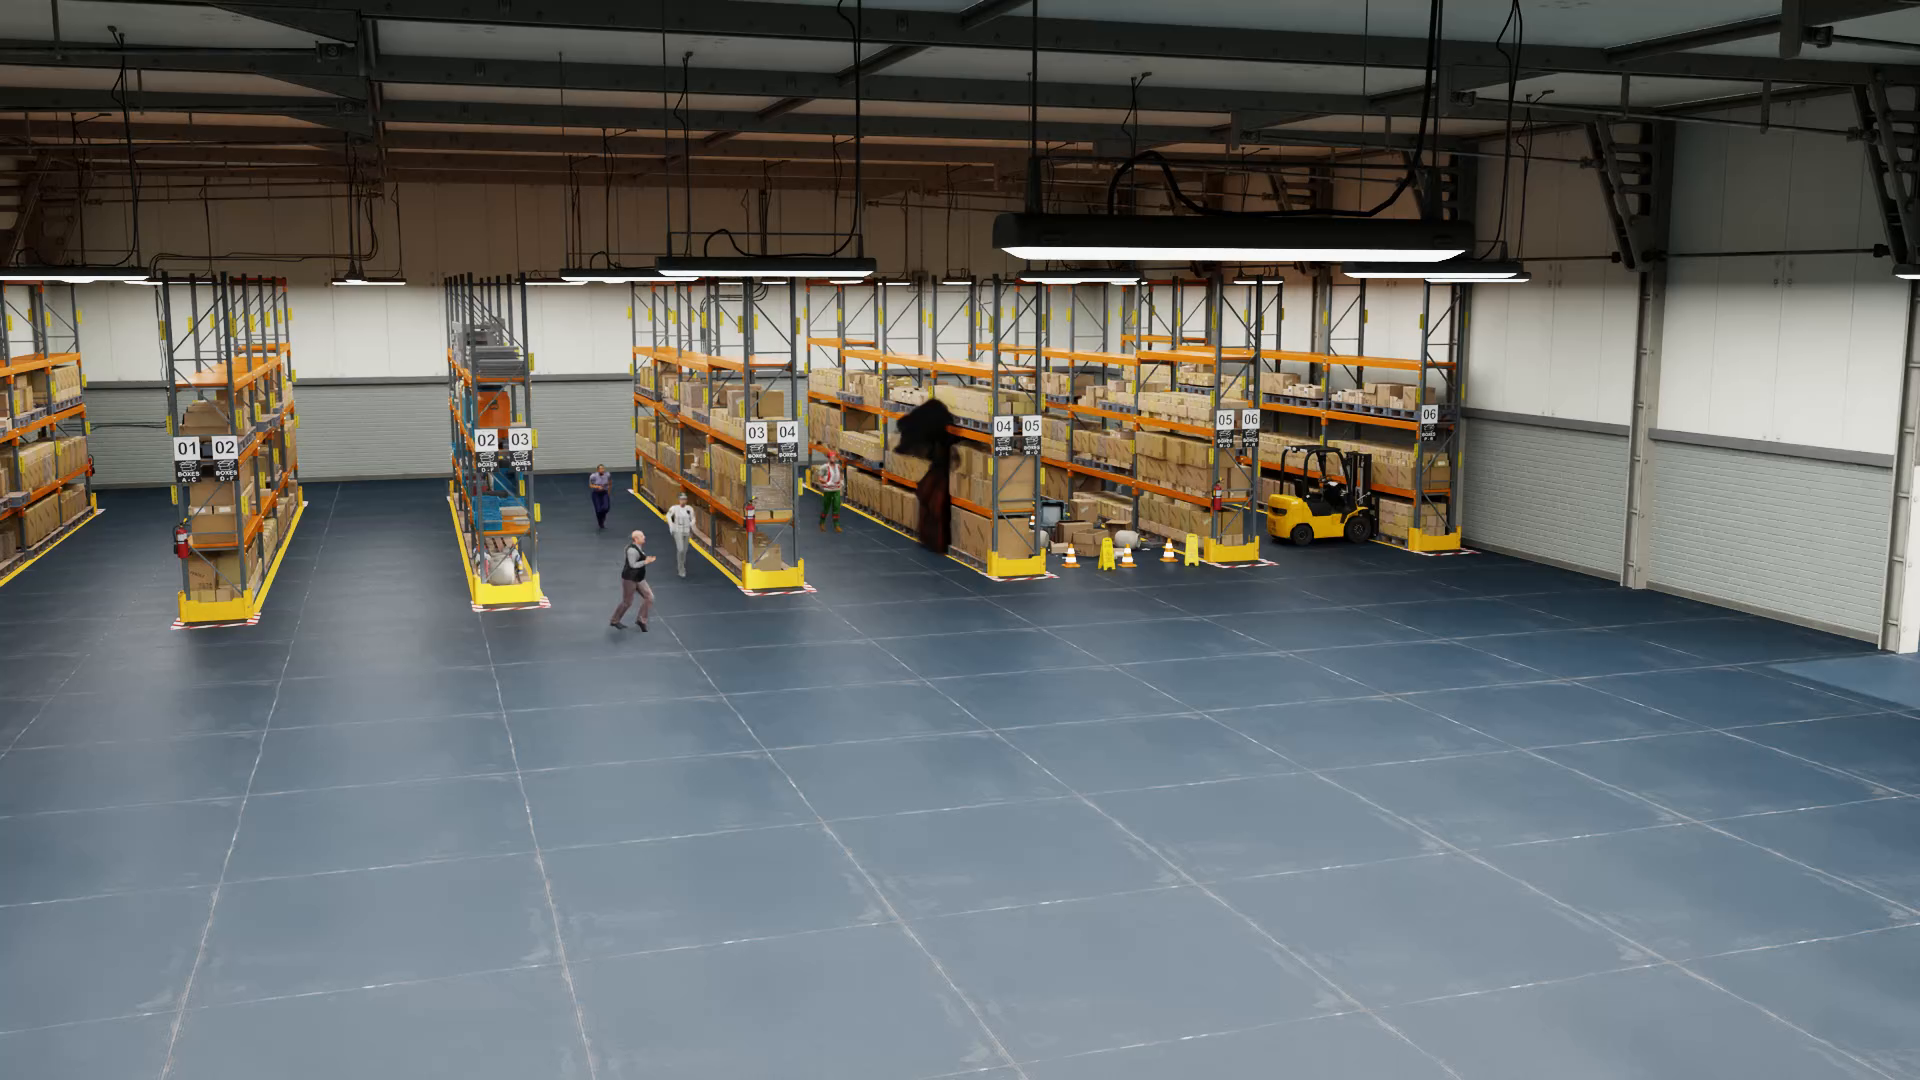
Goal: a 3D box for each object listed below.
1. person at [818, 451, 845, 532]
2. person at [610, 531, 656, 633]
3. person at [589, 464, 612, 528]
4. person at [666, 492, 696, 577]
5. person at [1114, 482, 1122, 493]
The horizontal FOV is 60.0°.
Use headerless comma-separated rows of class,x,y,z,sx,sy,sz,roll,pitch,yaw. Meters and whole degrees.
person,-2.892,-1.092,37.461,0.684,1.824,0.813,-6,11,-35
person,-5.467,0.719,27.765,0.825,1.780,0.626,1,9,9
person,-8.590,-1.046,39.875,0.593,1.575,0.660,-3,9,-21
person,-5.584,-0.114,33.435,0.546,1.733,0.833,-4,10,-26
person,4.471,-2.139,46.847,0.553,1.632,0.583,-6,10,-32
